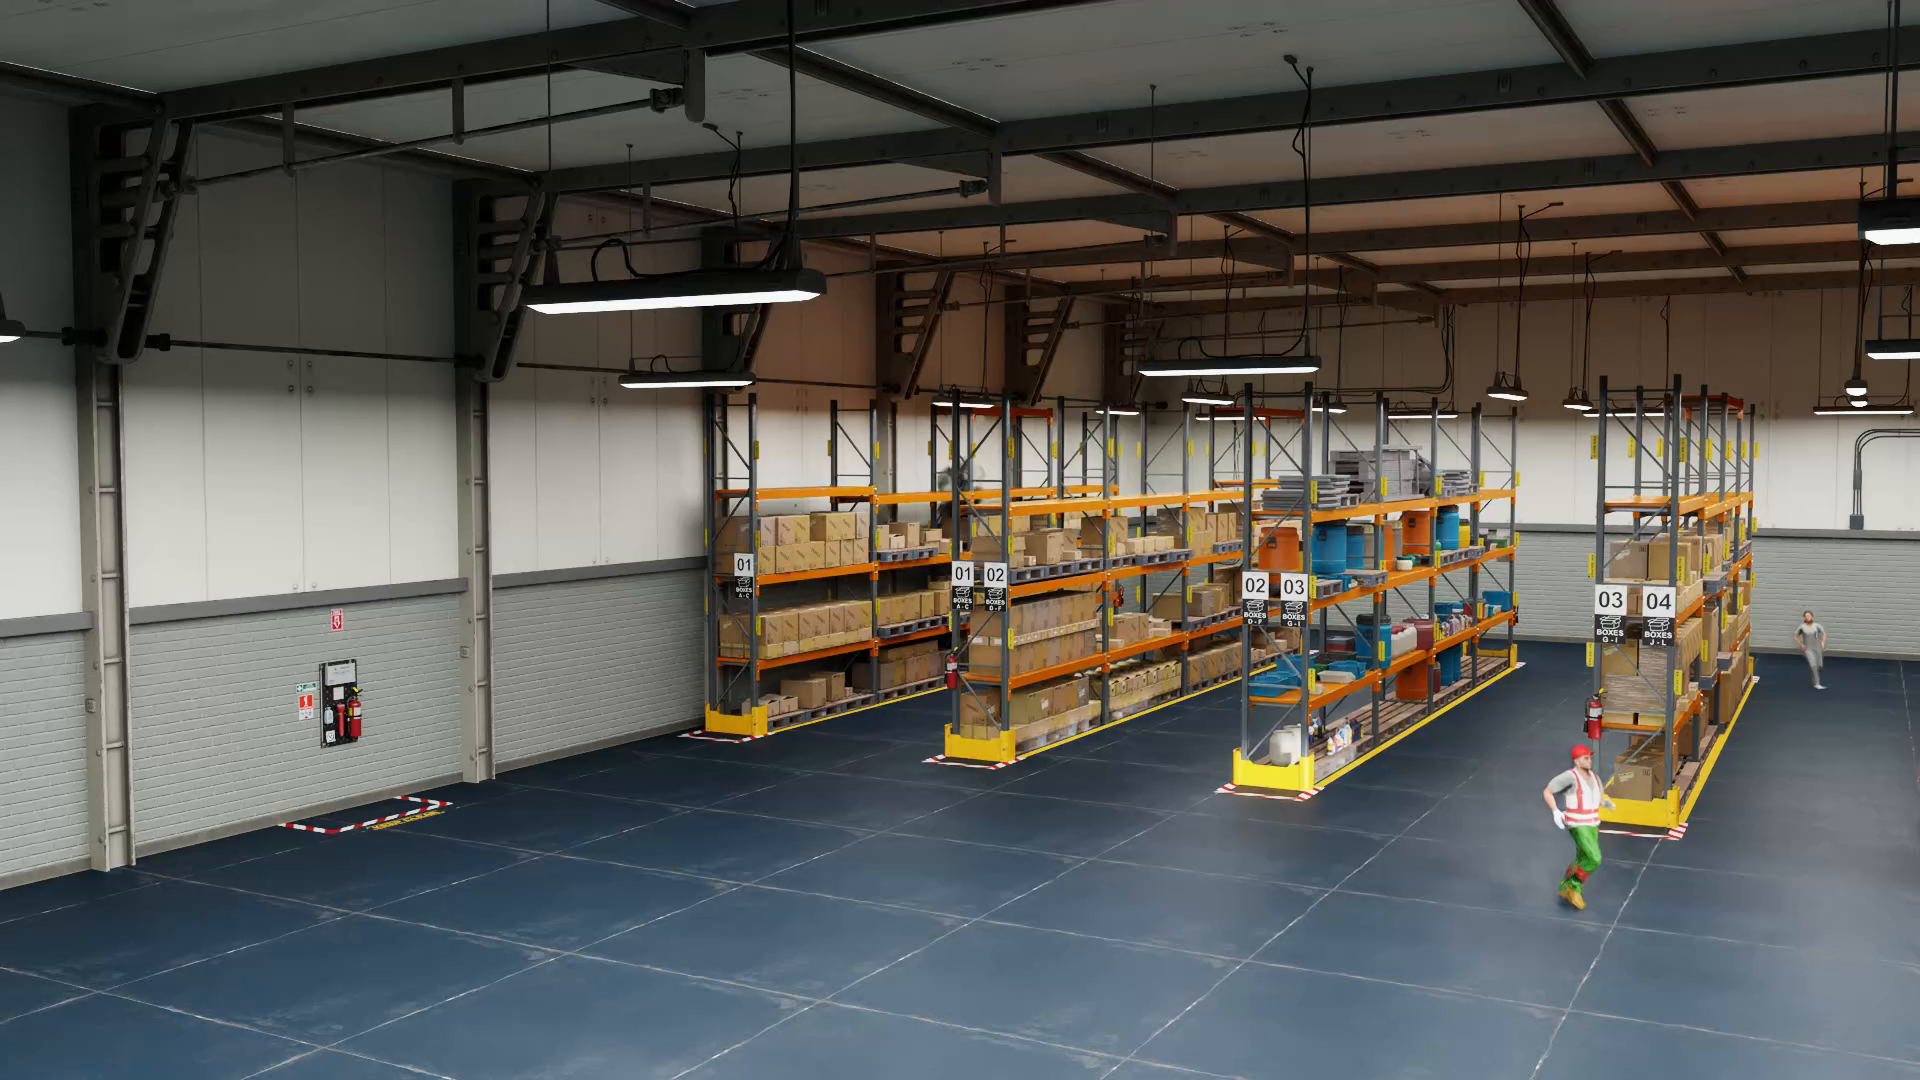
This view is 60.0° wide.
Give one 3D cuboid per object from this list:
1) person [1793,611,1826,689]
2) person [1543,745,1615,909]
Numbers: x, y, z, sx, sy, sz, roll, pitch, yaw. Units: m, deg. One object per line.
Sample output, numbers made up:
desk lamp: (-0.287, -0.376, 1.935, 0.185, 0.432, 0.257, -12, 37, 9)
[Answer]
person: (17.905, 2.305, 35.032, 0.631, 1.611, 0.598, 1, 3, 18)
person: (6.810, 3.123, 18.140, 0.650, 1.769, 0.691, -2, 4, -32)
